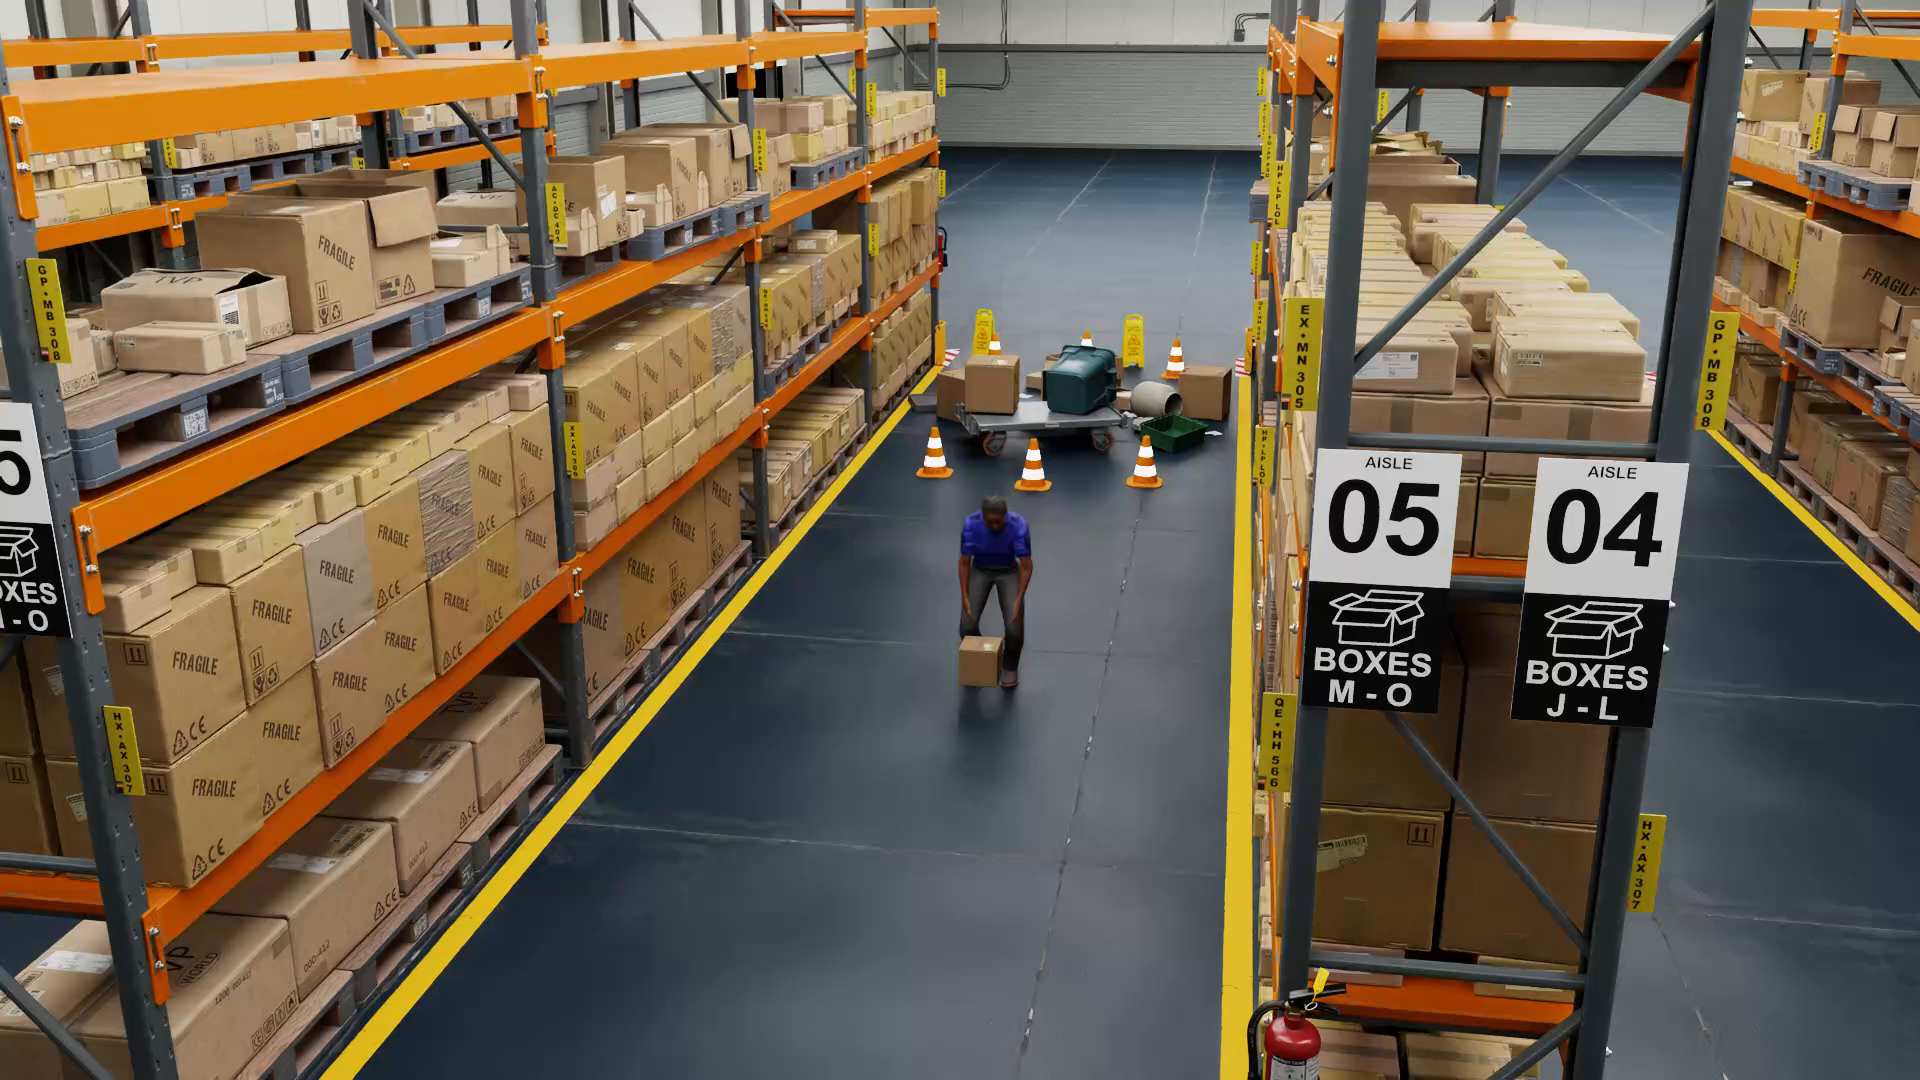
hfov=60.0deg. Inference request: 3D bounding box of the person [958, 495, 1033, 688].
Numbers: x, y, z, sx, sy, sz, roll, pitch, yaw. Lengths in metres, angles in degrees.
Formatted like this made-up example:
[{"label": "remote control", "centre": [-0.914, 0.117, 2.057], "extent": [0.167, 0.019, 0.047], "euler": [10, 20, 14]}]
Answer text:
[{"label": "person", "centre": [0.247, 0.307, 11.069], "extent": [0.495, 1.391, 0.616], "euler": [3, 18, 9]}]
